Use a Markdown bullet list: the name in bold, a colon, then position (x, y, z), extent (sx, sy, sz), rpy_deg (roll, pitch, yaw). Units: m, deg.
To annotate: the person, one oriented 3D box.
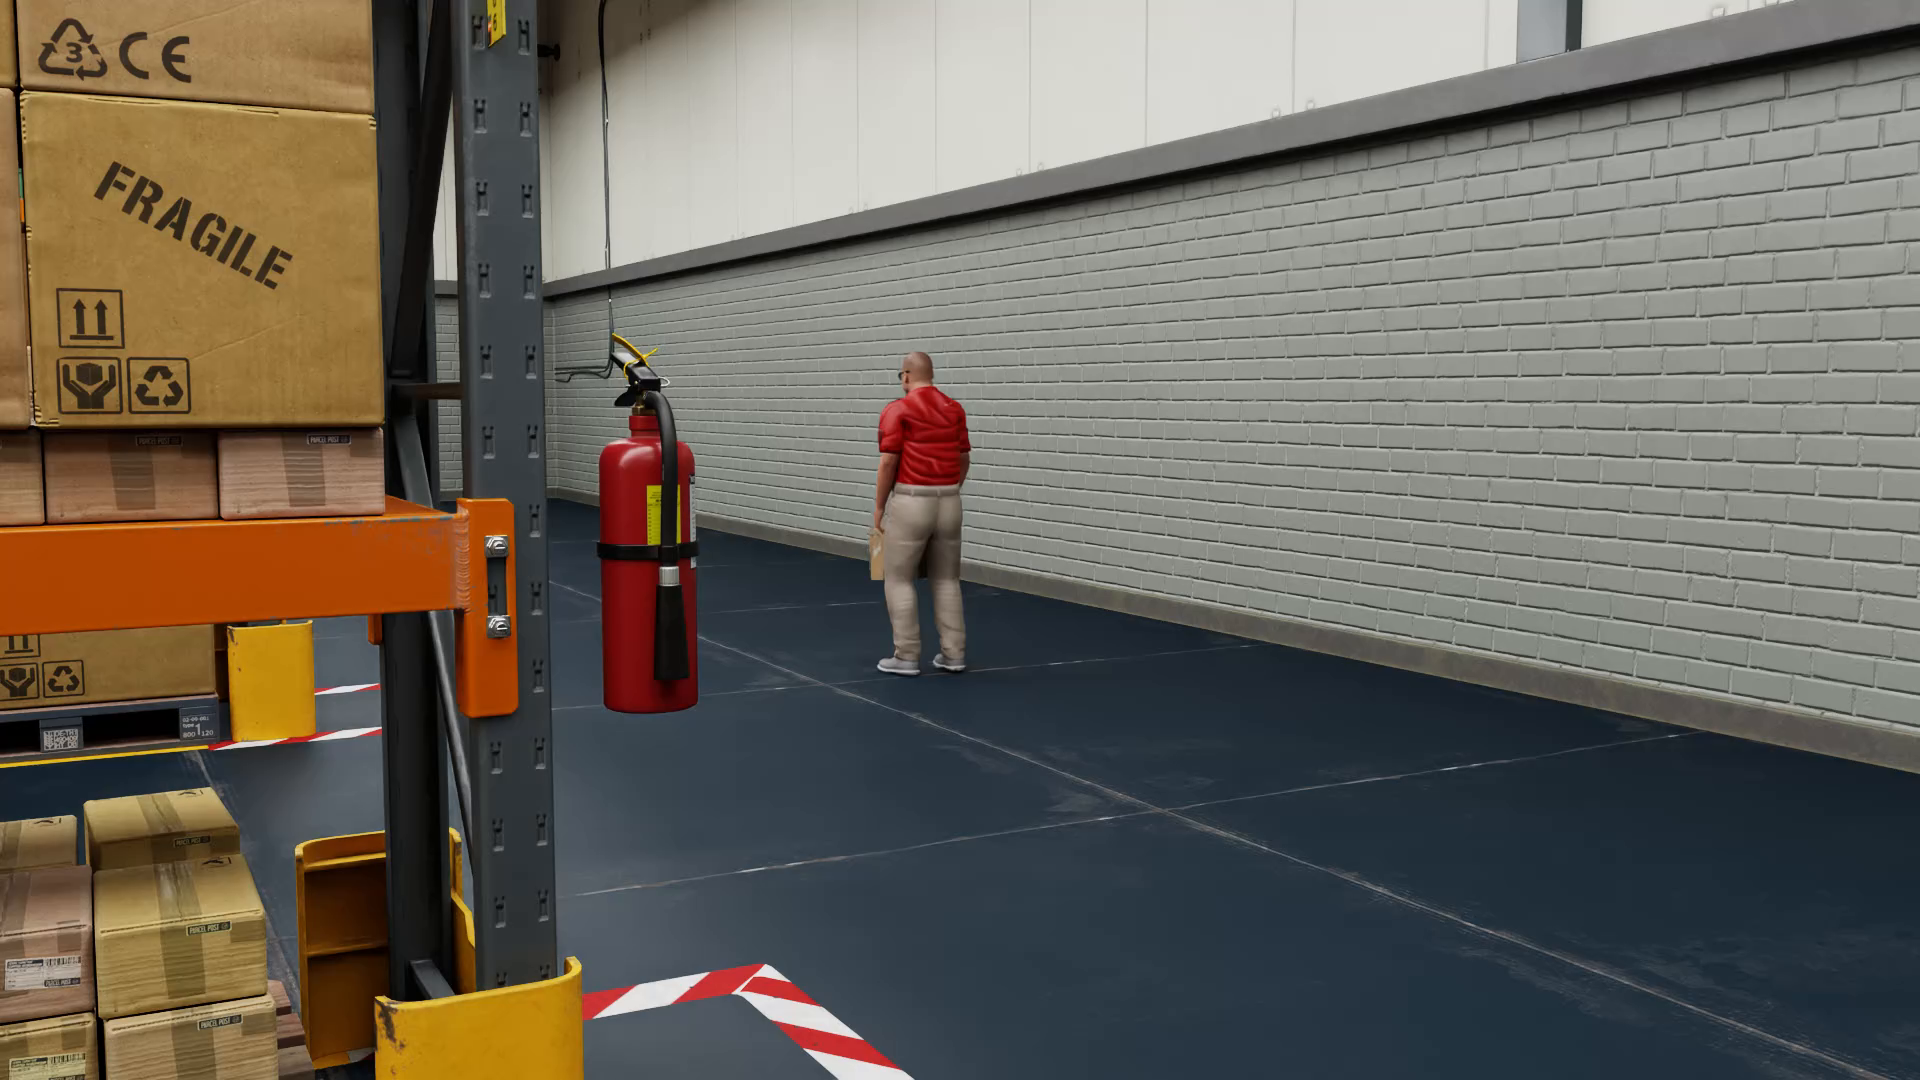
- **person**: position (-0.207, -0.145, 8.963), extent (0.554, 1.732, 0.393), rpy_deg (-3, 6, -30)
